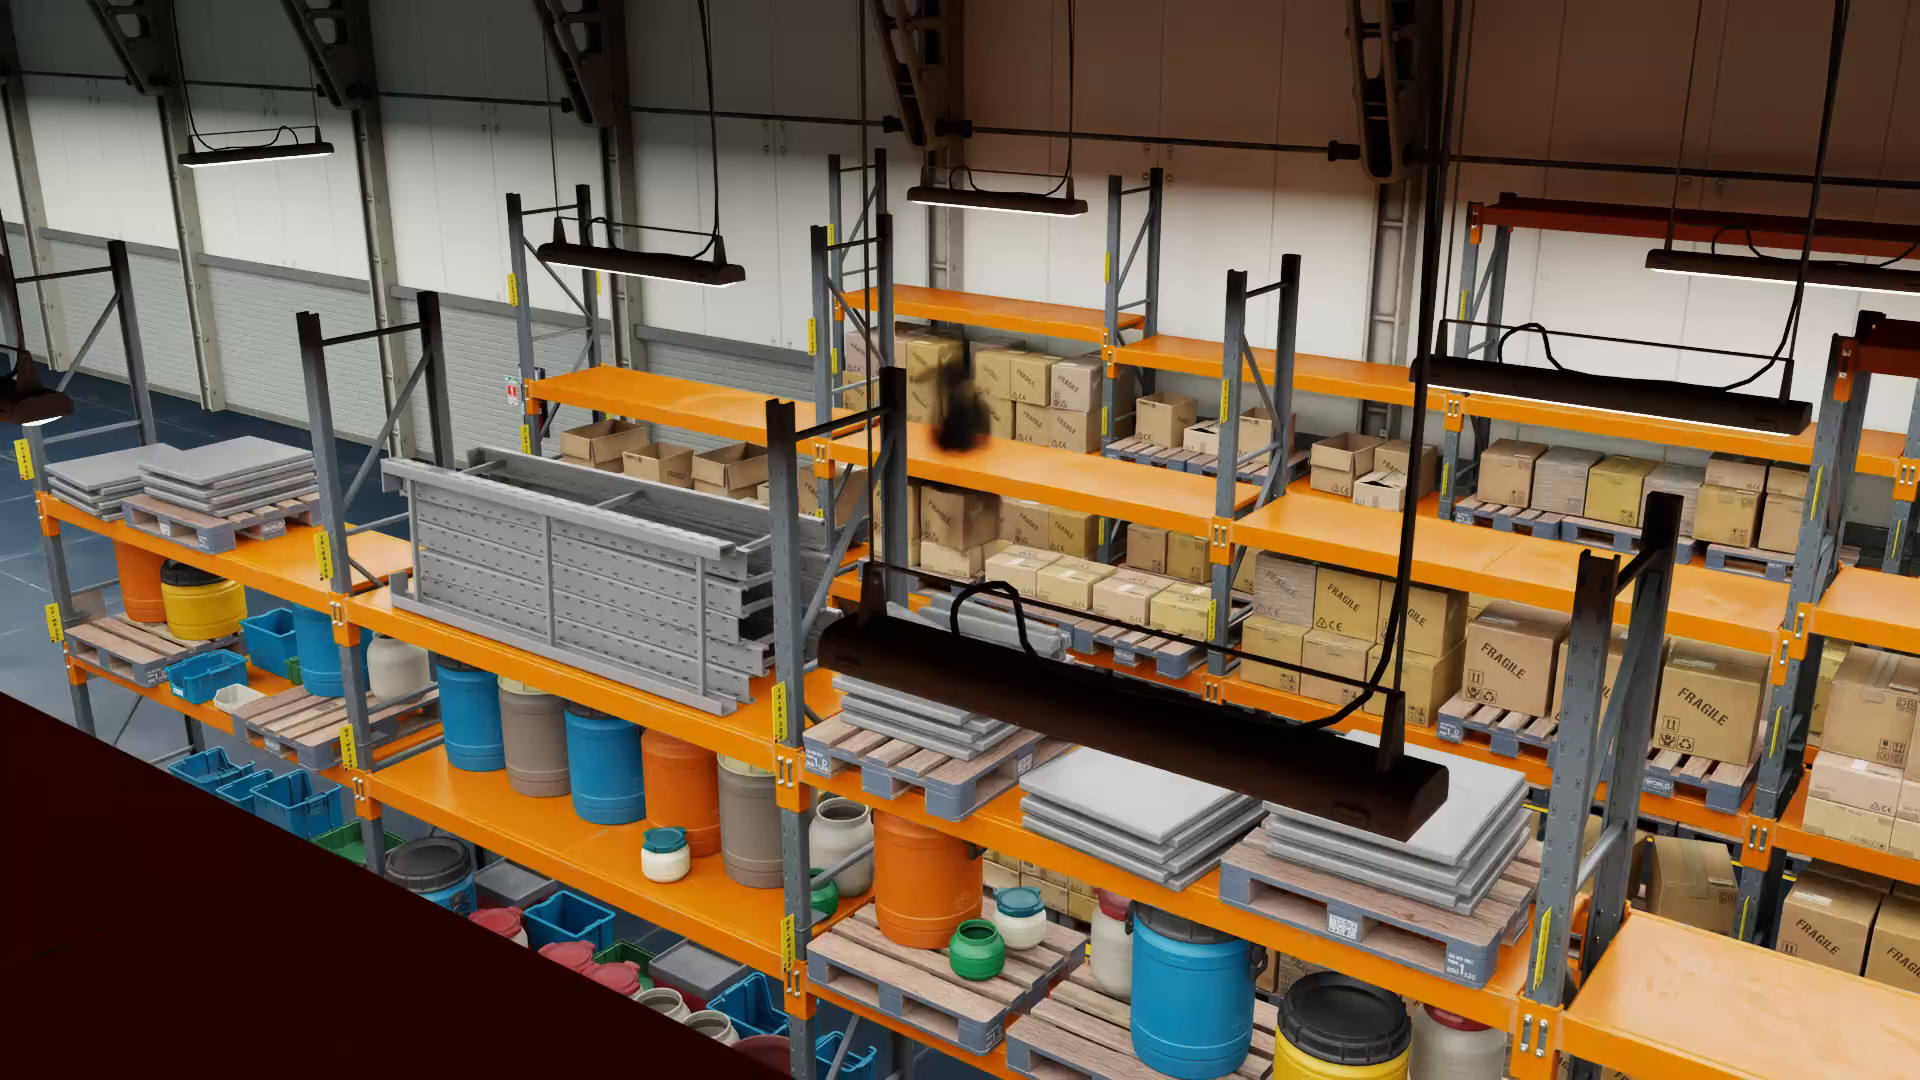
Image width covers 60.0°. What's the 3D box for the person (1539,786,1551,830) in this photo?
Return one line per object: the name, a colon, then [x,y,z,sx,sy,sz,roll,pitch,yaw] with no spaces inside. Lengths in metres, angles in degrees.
person: [5.259,2.755,14.445,0.832,1.547,0.577,10,21,26]
